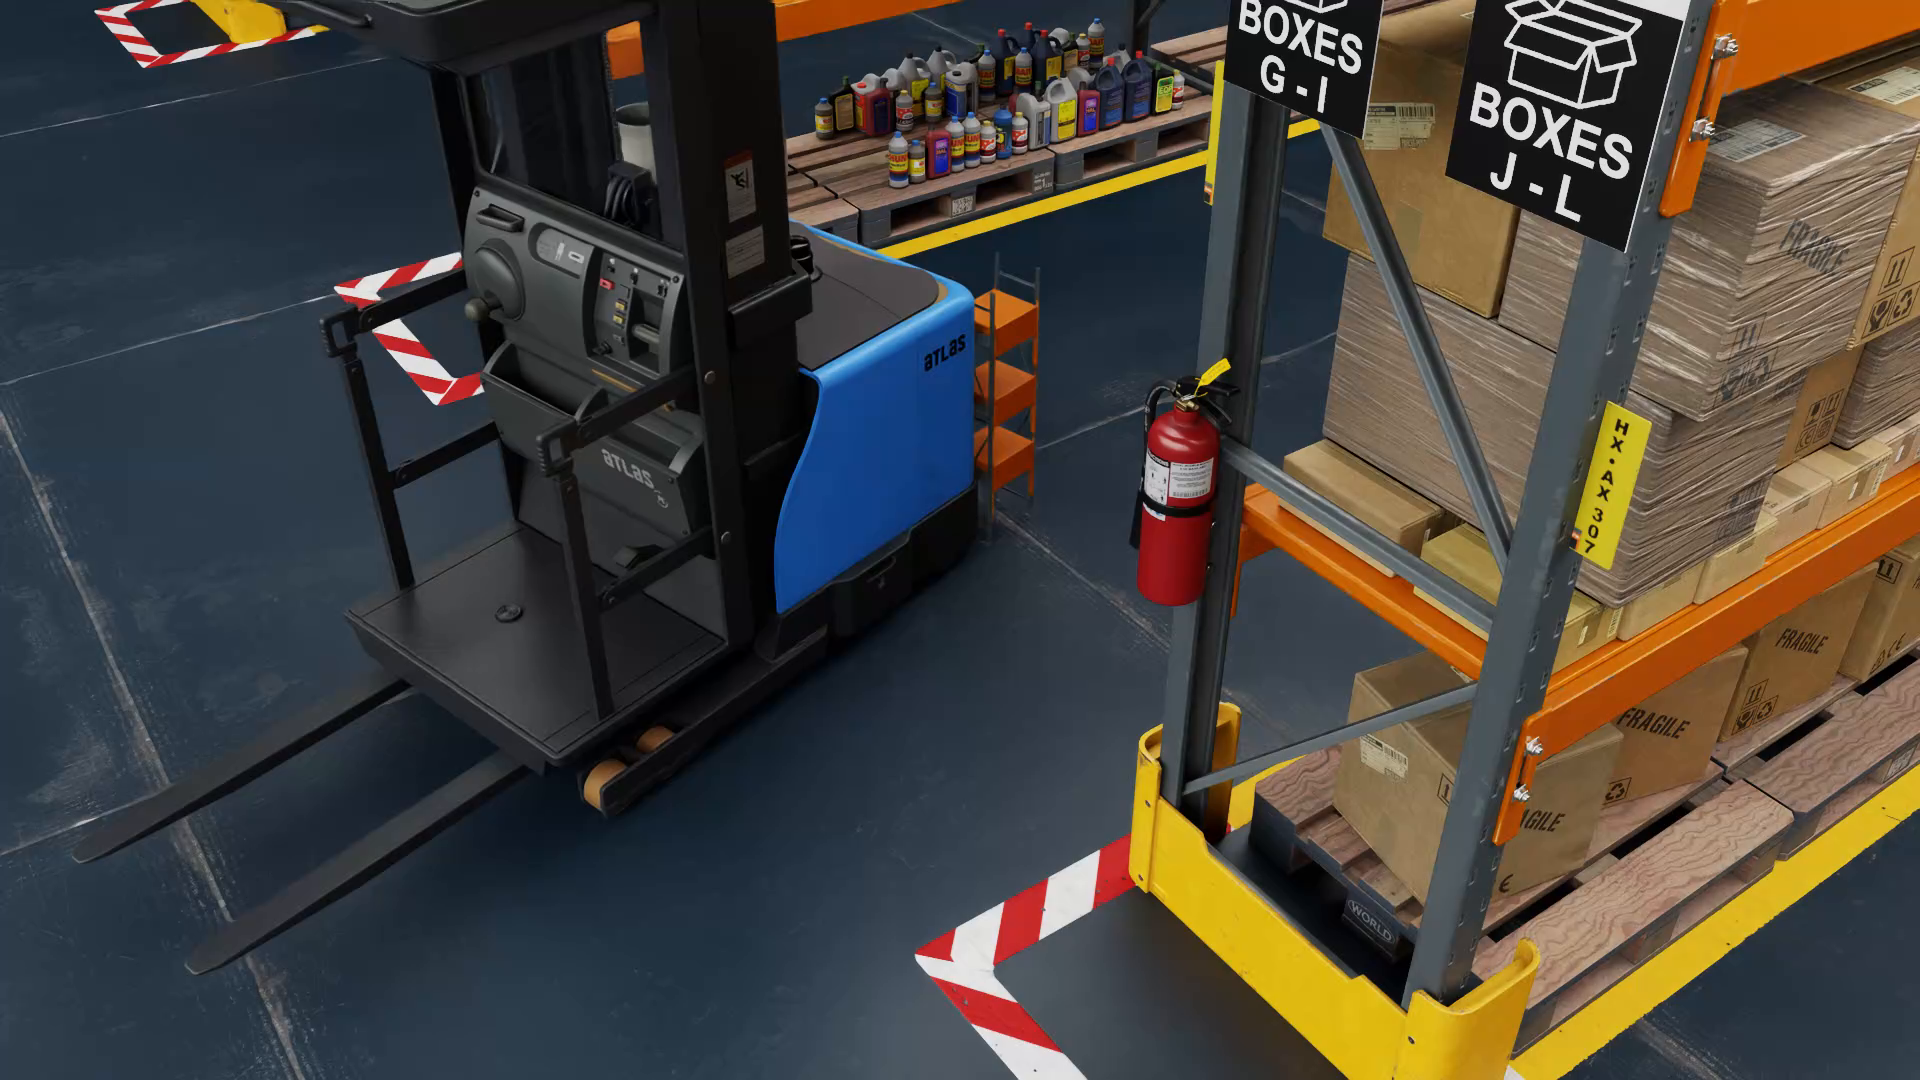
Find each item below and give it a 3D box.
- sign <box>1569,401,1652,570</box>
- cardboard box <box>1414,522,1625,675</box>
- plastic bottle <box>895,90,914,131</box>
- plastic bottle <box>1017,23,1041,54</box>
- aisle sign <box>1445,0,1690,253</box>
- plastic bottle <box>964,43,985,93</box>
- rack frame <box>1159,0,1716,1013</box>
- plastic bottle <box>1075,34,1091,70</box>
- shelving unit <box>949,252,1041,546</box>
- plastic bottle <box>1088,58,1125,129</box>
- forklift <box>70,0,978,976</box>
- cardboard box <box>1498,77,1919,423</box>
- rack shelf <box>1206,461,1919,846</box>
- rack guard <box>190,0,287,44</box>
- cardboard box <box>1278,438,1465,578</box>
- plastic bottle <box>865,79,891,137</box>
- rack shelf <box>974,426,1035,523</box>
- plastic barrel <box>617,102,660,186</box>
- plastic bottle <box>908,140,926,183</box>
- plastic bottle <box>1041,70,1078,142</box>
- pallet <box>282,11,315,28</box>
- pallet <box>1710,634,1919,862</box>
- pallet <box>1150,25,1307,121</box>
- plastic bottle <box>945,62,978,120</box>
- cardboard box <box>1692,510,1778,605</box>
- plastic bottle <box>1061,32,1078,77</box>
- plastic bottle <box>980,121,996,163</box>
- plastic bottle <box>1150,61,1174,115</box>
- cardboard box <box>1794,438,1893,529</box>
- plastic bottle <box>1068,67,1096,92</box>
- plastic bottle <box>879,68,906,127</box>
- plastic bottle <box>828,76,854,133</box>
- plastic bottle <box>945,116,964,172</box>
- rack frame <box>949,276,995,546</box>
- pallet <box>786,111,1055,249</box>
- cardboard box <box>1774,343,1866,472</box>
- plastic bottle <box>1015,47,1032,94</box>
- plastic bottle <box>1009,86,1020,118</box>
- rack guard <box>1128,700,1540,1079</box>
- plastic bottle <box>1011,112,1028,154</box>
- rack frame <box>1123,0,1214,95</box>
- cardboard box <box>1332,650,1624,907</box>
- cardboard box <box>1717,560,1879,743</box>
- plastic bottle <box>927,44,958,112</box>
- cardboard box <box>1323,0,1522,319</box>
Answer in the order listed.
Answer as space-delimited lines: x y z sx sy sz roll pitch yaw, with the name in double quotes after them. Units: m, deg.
1.198 -0.099 3.077 0.005 0.325 0.100 -22 41 -28 "sign"
1.255 0.114 3.738 0.250 0.149 0.380 -22 41 -28 "cardboard box"
-0.297 -2.305 8.905 0.097 0.201 0.097 0 36 0 "plastic bottle"
0.403 -2.745 9.390 0.185 0.351 0.144 -21 41 -27 "plastic bottle"
1.007 -0.898 2.702 0.004 0.787 0.394 -22 41 -28 "aisle sign"
0.089 -2.619 9.272 0.133 0.283 0.061 -20 40 -26 "plastic bottle"
0.885 -0.006 3.690 0.127 3.000 1.000 -22 41 -28 "rack frame"
0.705 -2.826 9.630 0.097 0.201 0.097 0 36 0 "plastic bottle"
0.121 -0.496 6.040 0.215 1.050 0.252 27 44 32 "shelving unit"
0.784 -2.400 8.910 0.185 0.351 0.144 -25 42 -30 "plastic bottle"
-1.264 -0.685 4.692 1.130 2.935 3.031 26 43 31 "forklift"
1.492 -0.628 3.358 0.500 0.500 0.500 -22 41 -28 "cardboard box"
2.520 -0.387 4.835 4.000 0.370 1.077 -22 41 -28 "rack shelf"
-4.838 -3.712 10.984 0.348 0.500 1.175 -22 41 -28 "rack guard"
0.999 -0.099 4.033 0.250 0.149 0.380 -22 41 -28 "cardboard box"
-0.436 -2.294 8.820 0.133 0.283 0.061 -22 41 -28 "plastic bottle"
0.121 -0.262 6.209 0.215 0.259 0.240 27 44 32 "rack shelf"
-1.474 -1.788 7.939 0.421 0.512 0.421 0 36 0 "plastic barrel"
-0.222 -1.909 8.354 0.097 0.201 0.097 0 36 0 "plastic bottle"
0.520 -2.291 8.759 0.185 0.351 0.144 -23 41 -28 "plastic bottle"
-4.218 -3.881 11.465 1.213 0.211 1.003 -22 41 -28 "pallet"
2.628 0.436 5.463 1.213 0.211 1.003 -22 41 -28 "pallet"
1.921 -2.866 10.054 1.213 0.211 1.003 -22 41 -28 "pallet"
0.007 -2.446 9.038 0.135 0.276 0.152 -22 41 -28 "plastic bottle"
1.684 -0.038 3.949 0.250 0.149 0.380 -22 41 -28 "cardboard box"
0.602 -2.721 9.414 0.133 0.283 0.061 -22 41 -28 "plastic bottle"
0.136 -2.056 8.559 0.097 0.201 0.097 0 36 0 "plastic bottle"
1.098 -2.472 9.068 0.133 0.283 0.061 -20 40 -26 "plastic bottle"
2.085 -0.213 4.192 0.250 0.149 0.380 -22 41 -28 "cardboard box"
0.678 -2.432 9.018 0.135 0.276 0.152 -22 41 -28 "plastic bottle"
-0.384 -2.388 8.958 0.135 0.276 0.152 -24 42 -29 "plastic bottle"
-0.634 -2.321 8.858 0.133 0.283 0.061 -21 41 -27 "plastic bottle"
-0.026 -2.017 8.446 0.097 0.271 0.097 0 36 0 "plastic bottle"
0.041 -0.442 5.966 0.200 1.050 0.008 27 44 32 "rack frame"
-0.270 -1.965 8.801 1.213 0.211 1.003 -22 41 -28 "pallet"
1.690 -0.565 4.126 0.500 0.500 0.875 -22 41 -28 "cardboard box"
0.354 -2.607 9.265 0.097 0.271 0.097 0 36 0 "plastic bottle"
0.323 -2.262 8.775 0.133 0.283 0.061 -22 41 -28 "plastic bottle"
0.947 0.983 4.455 0.348 0.500 1.175 -22 41 -28 "rack guard"
0.304 -2.125 8.656 0.097 0.201 0.097 0 36 0 "plastic bottle"
1.301 -3.715 8.847 0.127 3.000 1.000 -22 41 -28 "rack frame"
1.405 0.636 4.578 0.500 0.500 0.500 -15 38 -20 "cardboard box"
2.397 0.217 5.160 0.500 0.500 0.500 -18 40 -24 "cardboard box"
-0.099 -2.539 9.103 0.185 0.351 0.144 -23 42 -28 "plastic bottle"
1.192 -0.876 3.703 0.500 0.500 0.500 -22 41 -28 "cardboard box"
